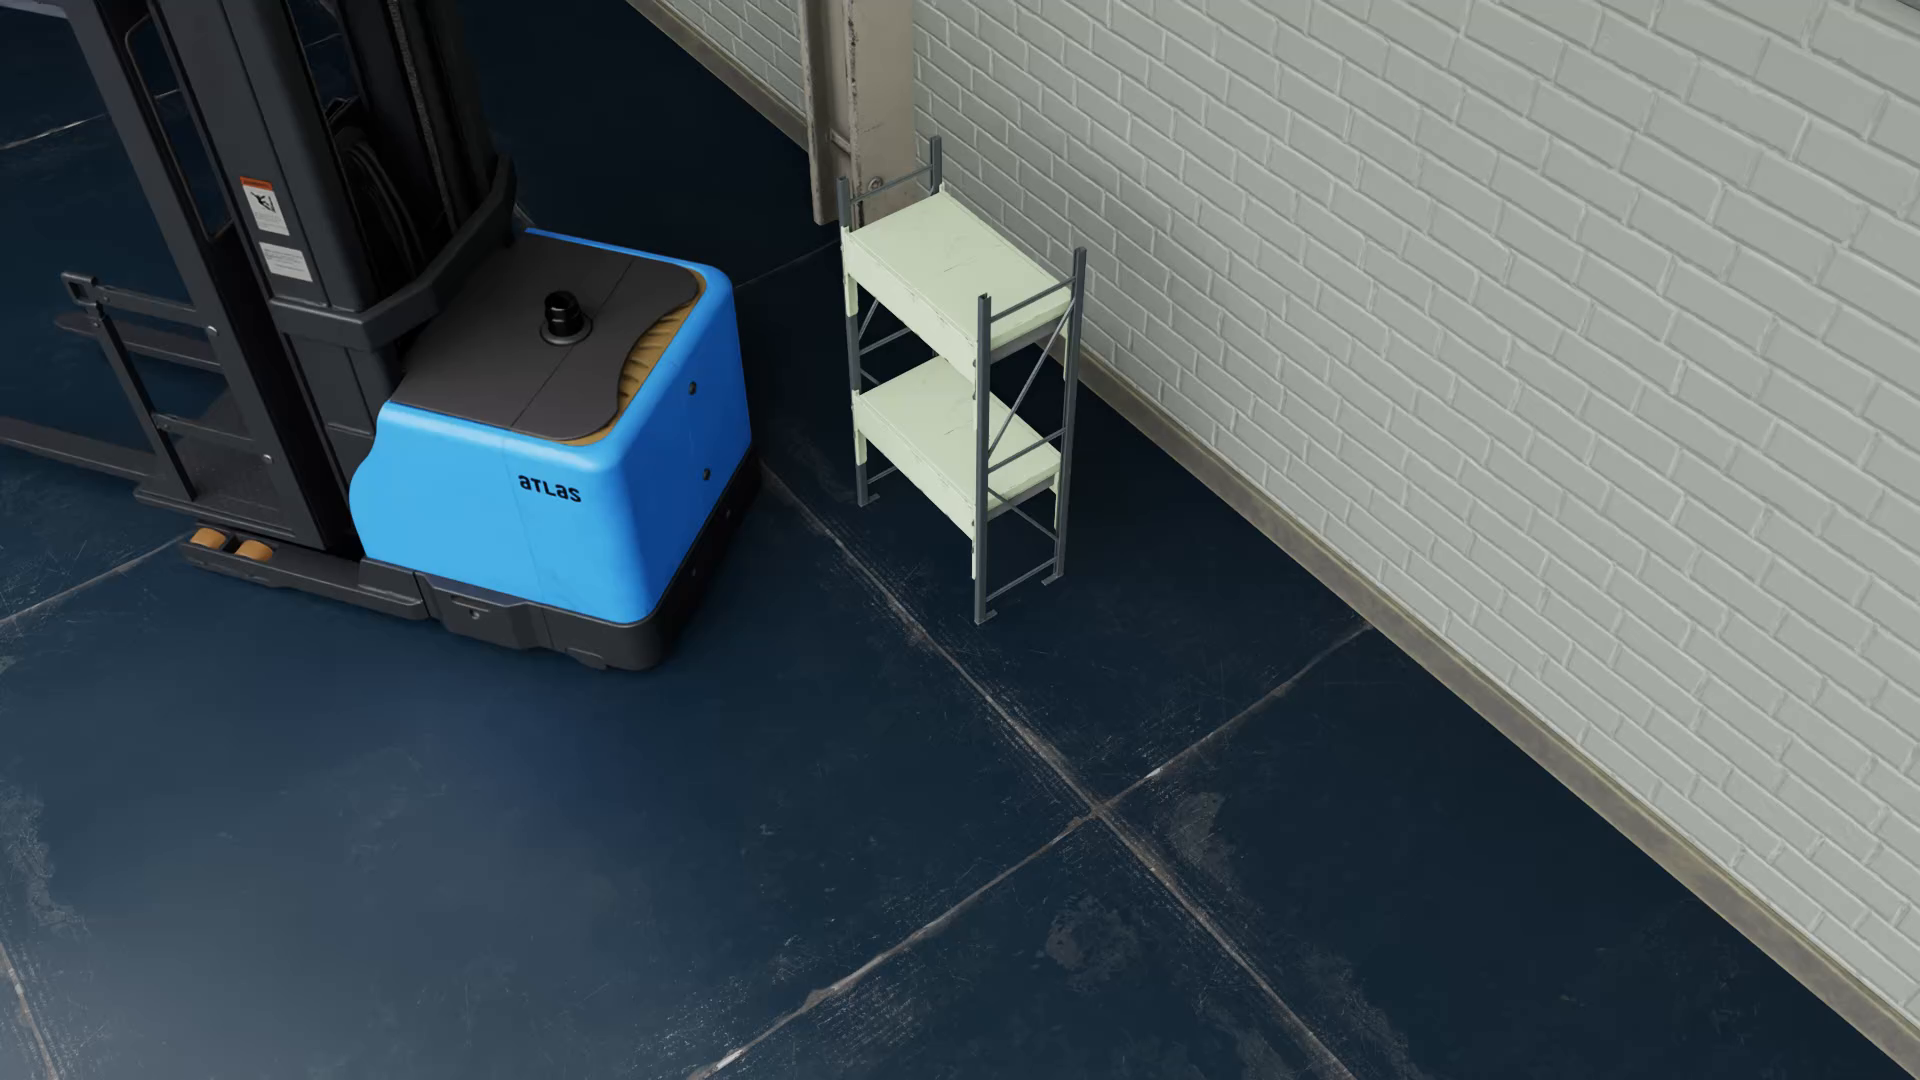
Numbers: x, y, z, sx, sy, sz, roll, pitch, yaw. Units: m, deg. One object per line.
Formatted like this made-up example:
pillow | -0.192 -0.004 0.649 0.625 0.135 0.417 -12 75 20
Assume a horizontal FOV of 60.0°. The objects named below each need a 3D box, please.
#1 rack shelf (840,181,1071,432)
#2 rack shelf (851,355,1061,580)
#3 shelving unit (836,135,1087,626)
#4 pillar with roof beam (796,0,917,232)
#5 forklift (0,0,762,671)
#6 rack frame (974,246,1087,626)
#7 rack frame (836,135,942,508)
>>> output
rack shelf | -0.004 -0.770 5.409 0.431 0.370 0.720 -29 54 -24
rack shelf | -0.004 -0.289 5.939 0.431 0.370 0.720 -29 54 -24
shelving unit | -0.004 -0.508 5.698 0.431 1.500 0.755 -29 54 -24
pillar with roof beam | -3.852 -2.502 2.444 9.100 9.000 0.400 -29 54 -24
forklift | -2.332 -1.181 5.342 3.031 2.935 1.130 14 49 12
rack frame | 0.218 -0.292 5.502 0.400 1.500 0.023 -29 54 -24
rack frame | -0.226 -0.723 5.894 0.400 1.500 0.023 -29 54 -24
